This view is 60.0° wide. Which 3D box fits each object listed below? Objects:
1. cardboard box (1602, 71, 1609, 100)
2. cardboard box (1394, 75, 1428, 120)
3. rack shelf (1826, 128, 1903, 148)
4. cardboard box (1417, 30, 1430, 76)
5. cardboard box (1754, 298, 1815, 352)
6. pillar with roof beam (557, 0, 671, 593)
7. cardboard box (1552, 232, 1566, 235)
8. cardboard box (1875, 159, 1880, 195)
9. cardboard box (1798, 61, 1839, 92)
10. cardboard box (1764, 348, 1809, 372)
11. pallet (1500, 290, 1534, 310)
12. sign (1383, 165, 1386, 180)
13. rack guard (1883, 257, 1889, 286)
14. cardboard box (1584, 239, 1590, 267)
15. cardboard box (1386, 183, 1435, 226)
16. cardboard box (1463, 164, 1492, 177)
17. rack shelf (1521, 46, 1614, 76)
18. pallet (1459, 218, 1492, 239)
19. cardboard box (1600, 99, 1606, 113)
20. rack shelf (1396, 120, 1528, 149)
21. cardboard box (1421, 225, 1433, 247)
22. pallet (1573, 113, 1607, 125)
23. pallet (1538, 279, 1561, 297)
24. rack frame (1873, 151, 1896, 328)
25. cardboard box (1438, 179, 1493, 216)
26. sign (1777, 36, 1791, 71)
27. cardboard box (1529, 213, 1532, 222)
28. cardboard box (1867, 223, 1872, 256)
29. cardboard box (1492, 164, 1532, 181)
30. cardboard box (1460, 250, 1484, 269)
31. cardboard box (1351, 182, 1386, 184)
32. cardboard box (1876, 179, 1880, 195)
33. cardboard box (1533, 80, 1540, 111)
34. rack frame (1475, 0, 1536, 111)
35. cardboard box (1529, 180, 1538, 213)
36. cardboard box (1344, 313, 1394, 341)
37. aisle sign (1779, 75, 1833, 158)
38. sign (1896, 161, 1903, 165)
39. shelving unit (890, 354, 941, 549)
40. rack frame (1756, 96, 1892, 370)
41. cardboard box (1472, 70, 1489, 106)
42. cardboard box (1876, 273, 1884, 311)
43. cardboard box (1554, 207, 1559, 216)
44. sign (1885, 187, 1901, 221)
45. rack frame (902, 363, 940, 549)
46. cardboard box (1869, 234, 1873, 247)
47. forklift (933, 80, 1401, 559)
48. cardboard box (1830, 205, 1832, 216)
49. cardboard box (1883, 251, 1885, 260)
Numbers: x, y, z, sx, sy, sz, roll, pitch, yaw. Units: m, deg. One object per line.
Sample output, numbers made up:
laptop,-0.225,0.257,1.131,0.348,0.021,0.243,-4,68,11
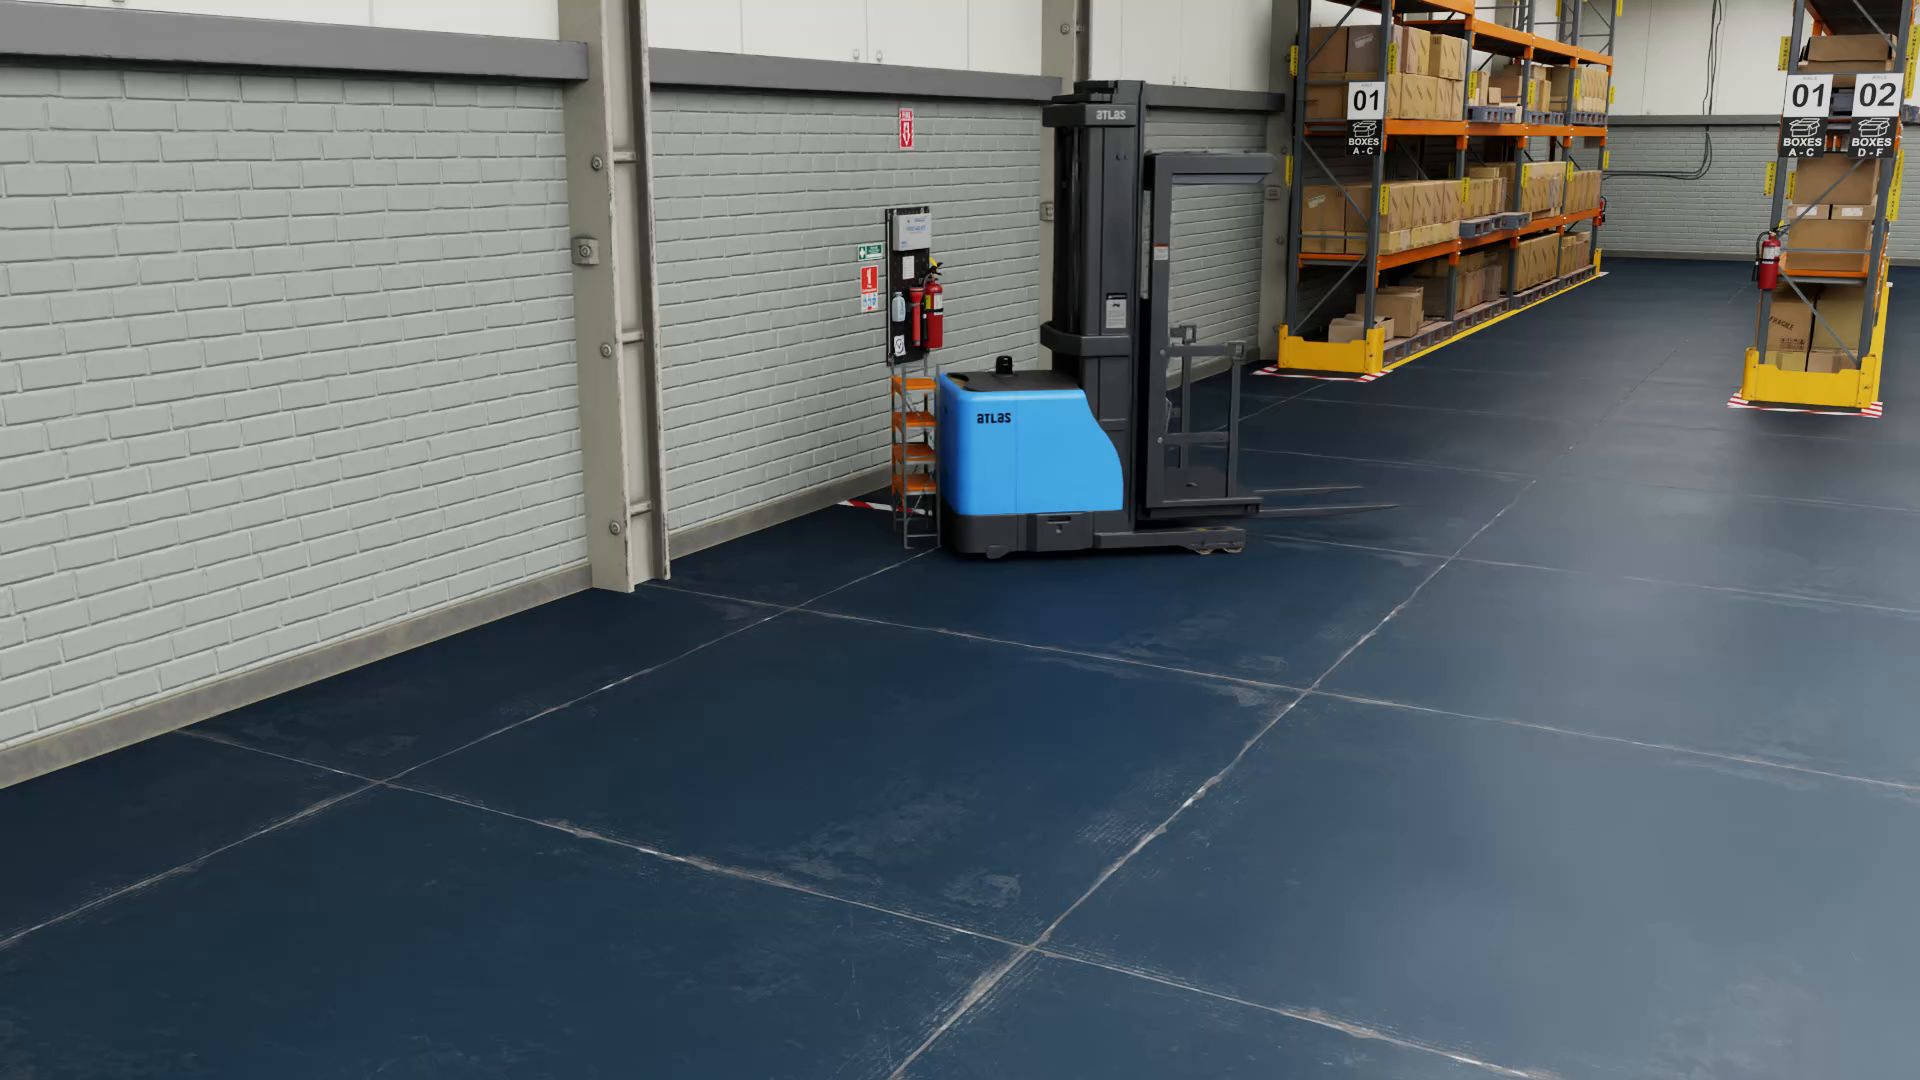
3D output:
cardboard box,11.858,-8.531,31.228,0.500,0.500,0.500,7,15,28
cardboard box,5.157,-5.196,19.532,0.500,0.500,0.500,8,16,31
rack shelf,13.411,-6.026,24.764,1.077,0.370,4.000,7,15,28
cardboard box,5.162,-5.684,19.422,0.500,0.500,0.500,8,16,30
cardboard box,8.575,-2.242,17.303,0.500,0.500,0.500,7,15,28
pillar with roof beam,1.787,-3.635,6.910,9.100,9.000,0.400,7,15,28
cardboard box,11.364,-5.803,31.756,0.380,0.149,0.250,7,15,28
cardboard box,10.301,-4.274,19.381,0.700,0.500,0.500,7,15,28
cardboard box,9.171,-4.933,17.692,0.500,0.311,0.500,10,17,35
cardboard box,8.577,-1.877,17.390,0.500,0.250,0.500,7,15,28
pallet,8.553,-3.865,26.617,1.003,0.211,1.213,7,15,28
sign,5.685,-4.872,22.372,0.100,0.325,0.005,7,15,28
rack guard,16.275,-4.918,30.366,1.175,0.500,0.348,7,15,28
cardboard box,11.722,-5.543,32.063,0.700,0.500,0.500,7,15,28
cardboard box,5.474,-4.105,20.336,0.500,0.500,0.500,8,16,30
cardboard box,8.098,-5.758,26.025,0.500,0.250,0.500,8,16,30
rack shelf,11.006,-8.671,30.188,1.077,0.370,4.000,7,15,28
pallet,6.669,-4.294,22.855,1.003,0.211,1.213,7,15,28
cardboard box,11.852,-8.167,31.320,0.500,0.250,0.500,8,16,30
rack shelf,7.139,-5.766,23.685,1.077,0.370,4.000,7,15,28
cardboard box,5.489,-3.743,20.436,0.500,0.250,0.500,8,15,29
pallet,11.624,-7.971,31.485,1.003,0.211,1.213,7,15,28
pallet,9.732,-4.366,28.693,1.003,0.211,1.213,7,15,28
rack frame,12.444,-4.507,23.329,1.000,3.000,0.127,7,15,28
cardboard box,7.305,-4.975,24.116,0.700,0.500,0.500,7,15,28
sign,8.108,-4.781,16.342,0.100,0.325,0.005,7,15,28
cardboard box,8.800,-5.092,26.249,0.380,0.149,0.250,8,16,30
cardboard box,10.052,-3.535,19.081,0.700,0.500,0.500,7,15,27
cardboard box,8.565,-5.705,25.807,0.500,0.250,0.500,8,16,29
cardboard box,7.473,-4.168,24.715,0.500,0.250,0.500,8,16,29
cardboard box,5.022,-4.161,20.569,0.500,0.500,0.500,8,16,29
cardboard box,13.259,-5.068,24.546,0.700,0.500,0.500,11,17,38
cardboard box,9.007,-7.224,27.046,0.700,0.500,0.500,7,15,28
rack frame,8.106,-7.984,24.951,1.000,3.000,0.127,7,15,28
cardboard box,8.826,-5.448,26.340,0.500,0.500,0.500,8,16,30
cardboard box,4.927,-2.582,20.142,0.500,0.311,0.500,9,16,33
aisle sign,8.288,-4.150,16.299,0.394,0.787,0.004,7,15,28
sign,14.865,-5.829,26.340,0.100,0.325,0.005,7,15,28
shelving unit,-0.292,-0.588,10.912,0.258,1.200,0.503,-3,14,-10
rack frame,8.577,-2.866,16.521,1.000,3.000,0.127,7,15,28
cardboard box,7.103,-6.314,23.315,0.500,0.500,0.500,7,15,26
cardboard box,12.914,-3.567,23.824,0.500,0.500,0.500,8,16,30
cardboard box,10.023,-5.620,28.439,0.380,0.149,0.250,8,16,29
sign,9.060,-3.261,16.145,0.100,0.325,0.005,7,15,28
rack frame,-0.249,-0.532,10.678,0.240,1.200,0.015,-3,14,-10
cardboard box,11.118,-3.723,20.613,0.380,0.149,0.250,7,15,28
forklift,1.382,-1.451,10.800,3.031,2.935,1.130,-2,14,-10
cardboard box,8.843,-3.436,17.289,0.380,0.149,0.250,7,15,27
cardboard box,16.264,-5.008,29.800,0.500,0.500,0.500,7,15,28
